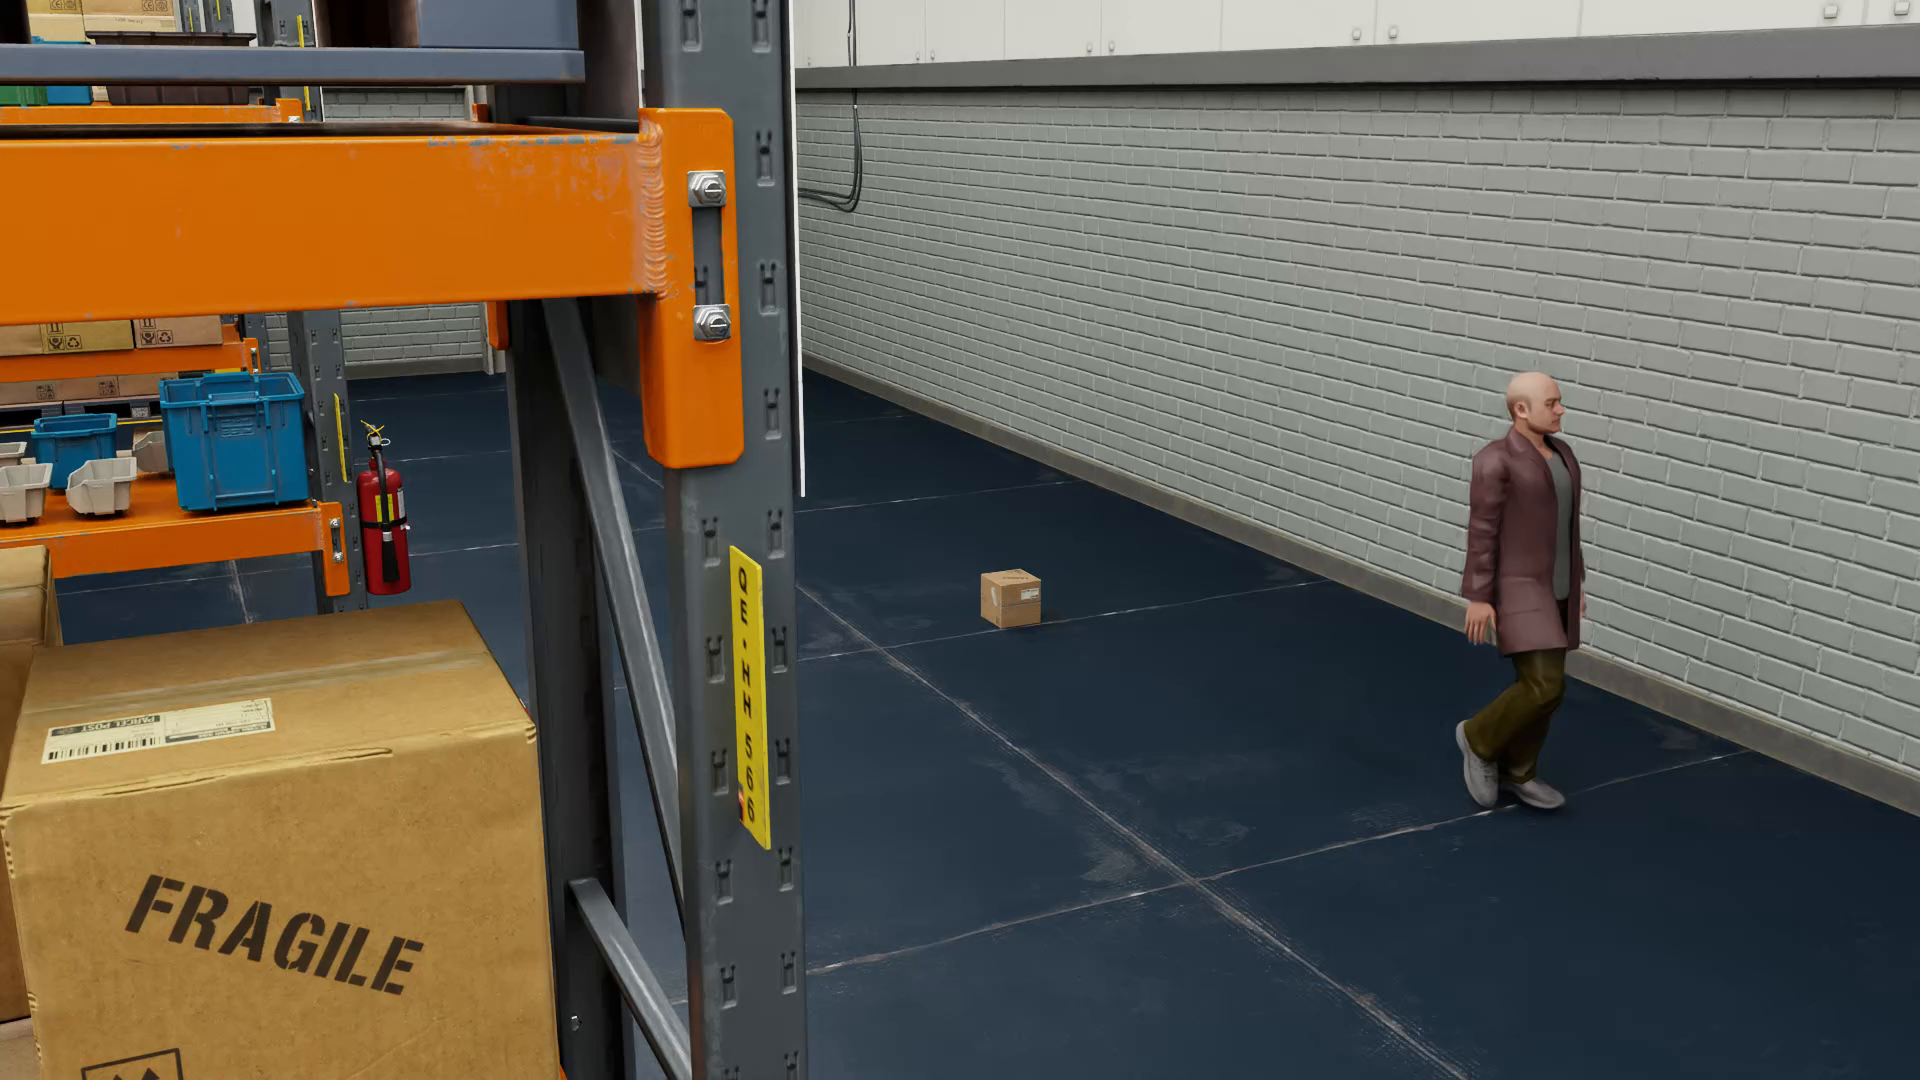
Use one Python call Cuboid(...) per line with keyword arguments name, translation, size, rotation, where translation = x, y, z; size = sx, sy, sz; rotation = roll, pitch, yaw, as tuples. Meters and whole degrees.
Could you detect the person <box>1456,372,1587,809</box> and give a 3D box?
Cuboid(name="person", translation=(2.296, 0.268, 6.636), size=(0.606, 1.686, 0.509), rotation=(-11, 18, -34))
